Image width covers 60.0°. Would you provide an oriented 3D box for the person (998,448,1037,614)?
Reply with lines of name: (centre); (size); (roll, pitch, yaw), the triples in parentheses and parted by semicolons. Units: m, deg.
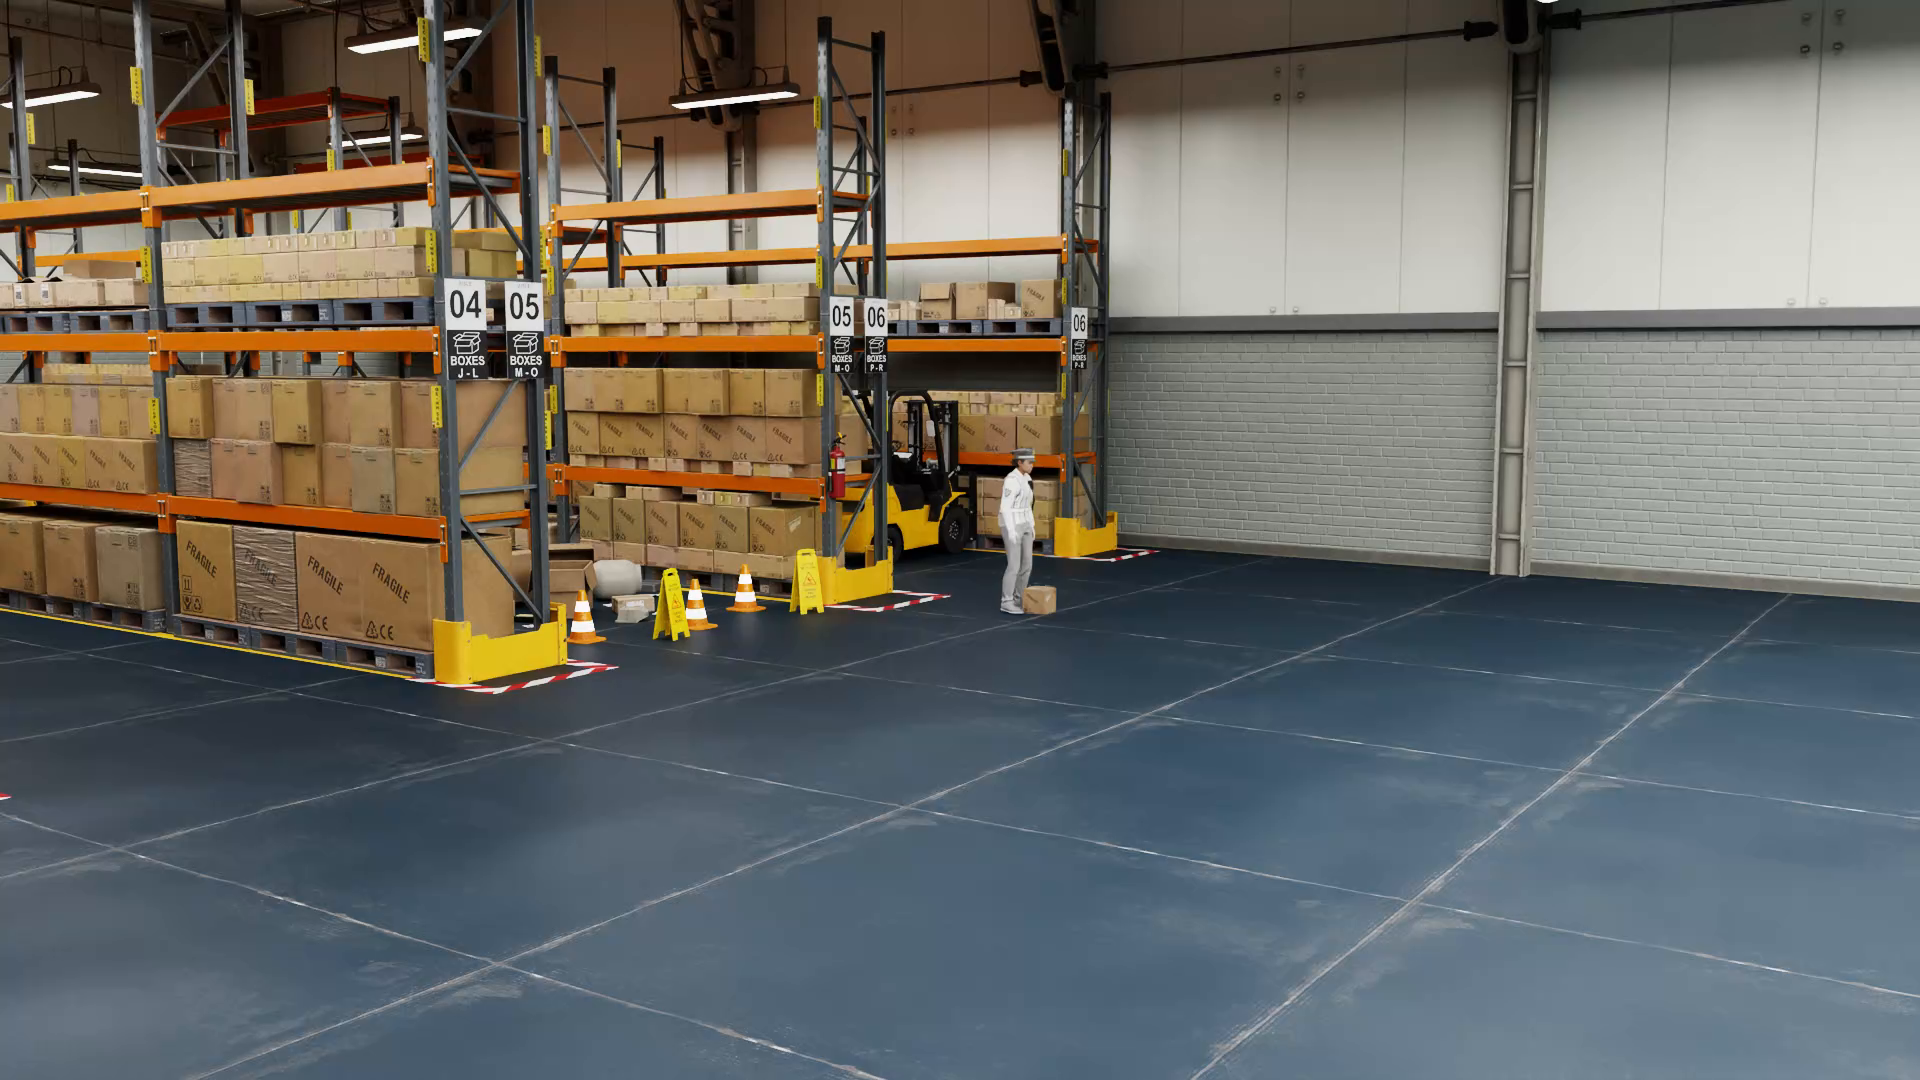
person: (0.595, -0.104, 16.911); (0.367, 1.663, 0.516); (4, 8, 31)
